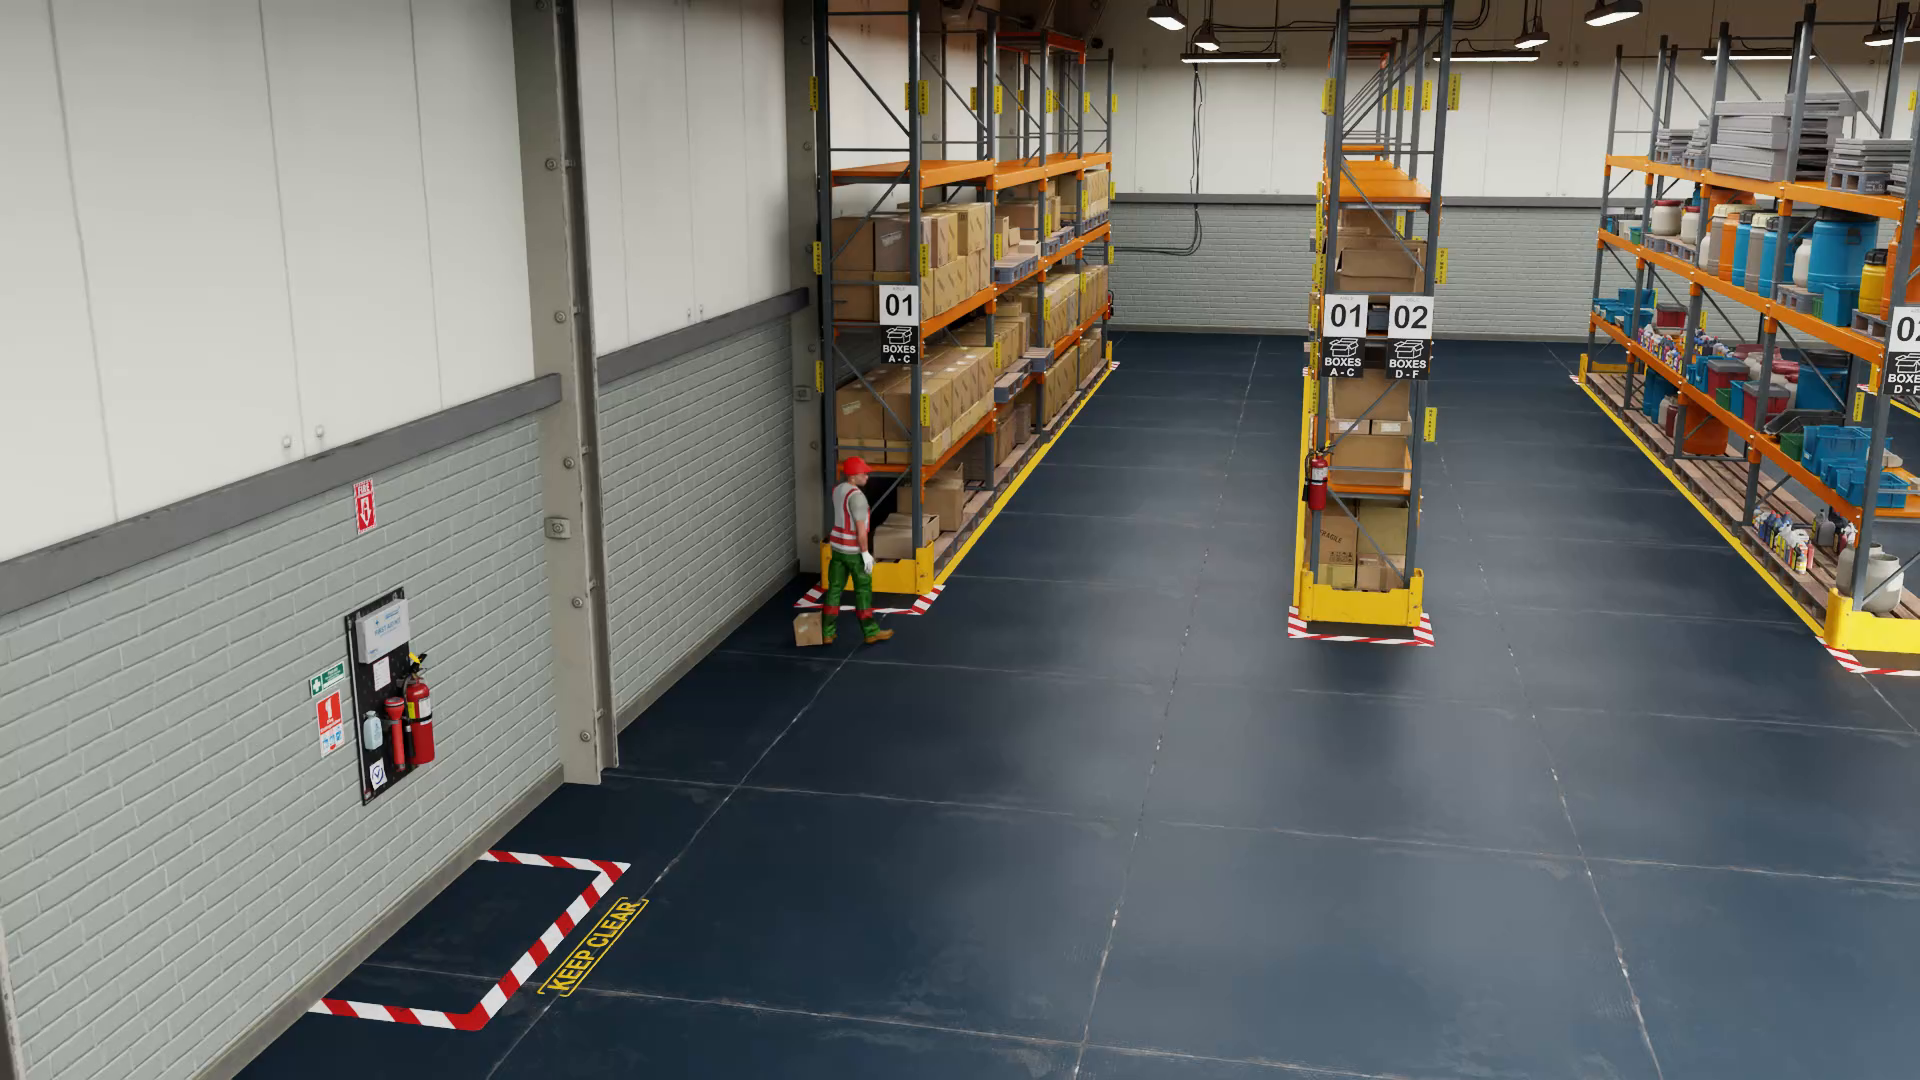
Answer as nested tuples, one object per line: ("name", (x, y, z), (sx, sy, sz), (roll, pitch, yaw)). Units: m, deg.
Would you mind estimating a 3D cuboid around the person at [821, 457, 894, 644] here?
("person", (-0.967, 0.097, 15.523), (0.655, 1.783, 0.614), (-11, 18, -36))
